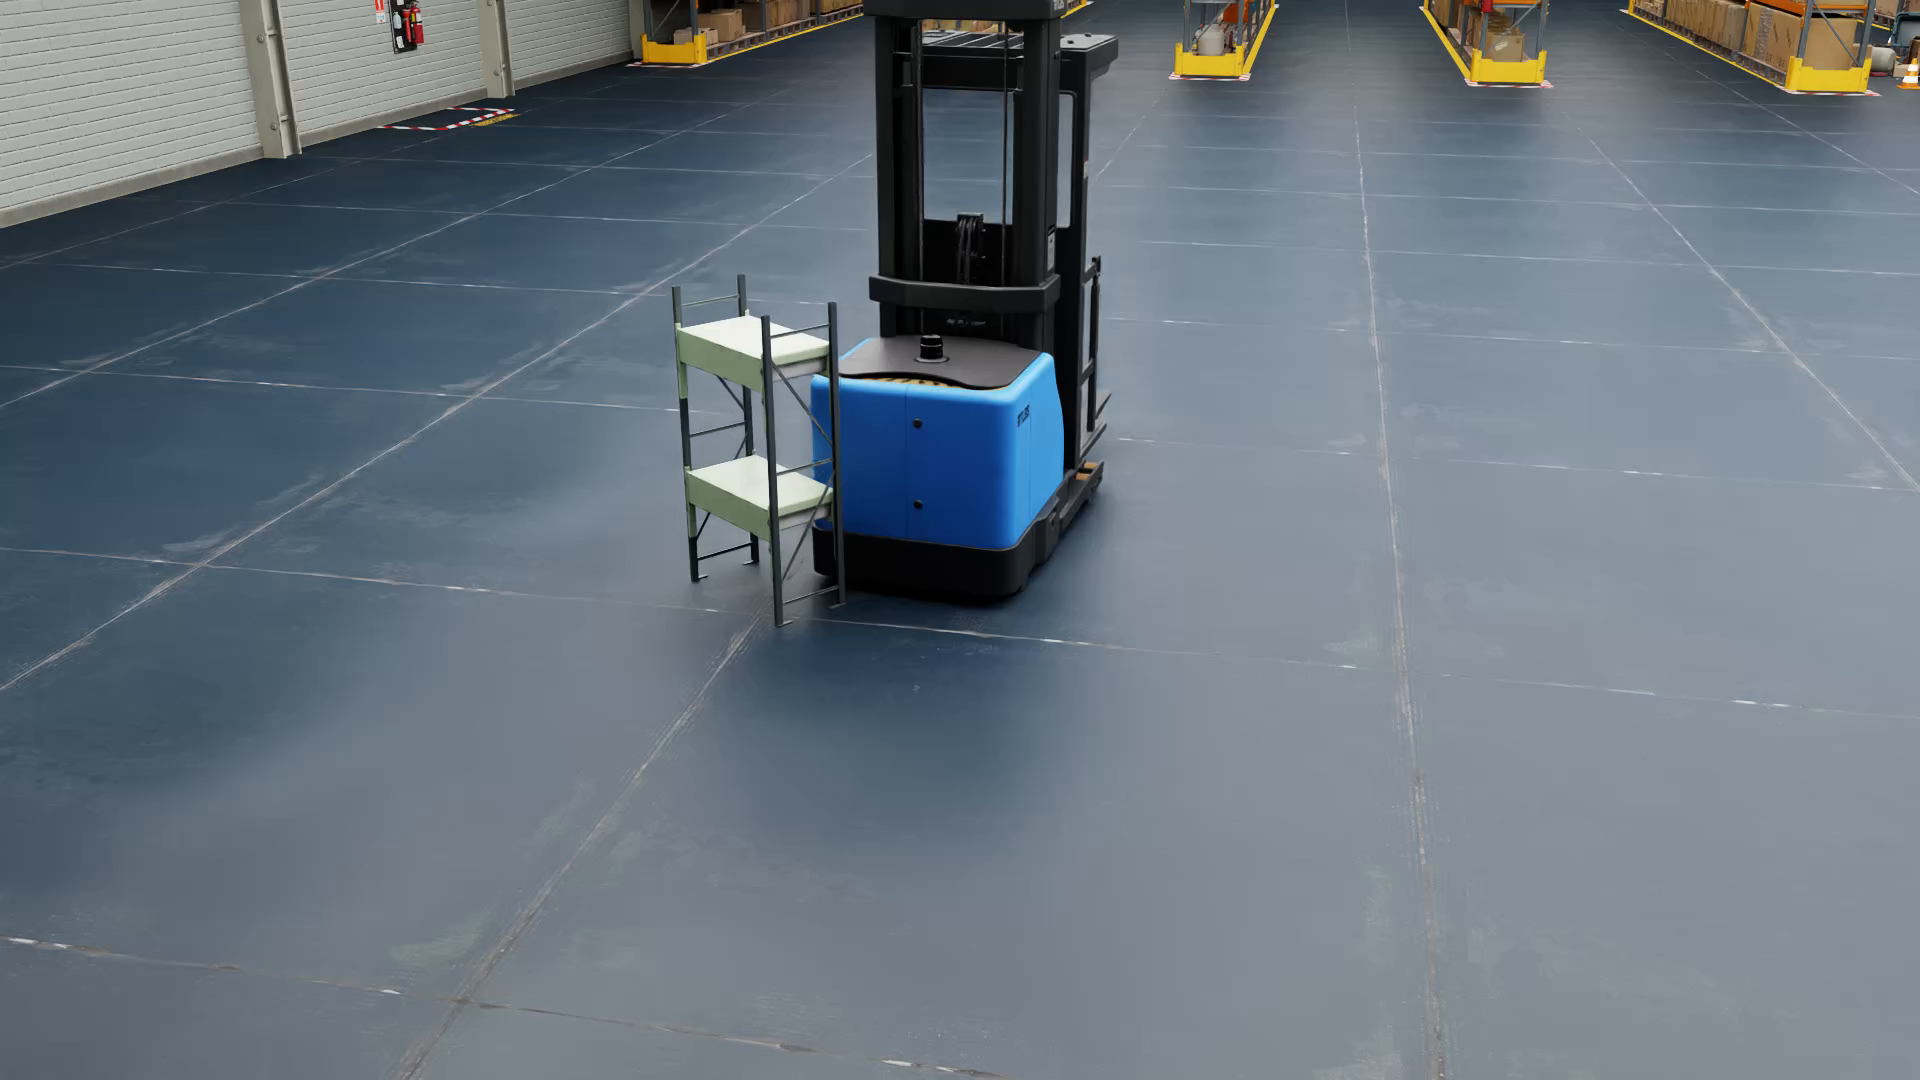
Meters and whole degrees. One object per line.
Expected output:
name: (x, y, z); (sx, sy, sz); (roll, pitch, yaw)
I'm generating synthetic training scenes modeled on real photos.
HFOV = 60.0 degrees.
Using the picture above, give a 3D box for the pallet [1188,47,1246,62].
pallet: (4.768, -8.990, 30.892); (1.003, 0.211, 1.213); (4, 22, 11)

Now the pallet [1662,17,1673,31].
pallet: (16.351, -11.528, 37.195); (1.003, 0.211, 1.213); (4, 22, 11)

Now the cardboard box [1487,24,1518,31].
cardboard box: (9.761, -9.044, 30.079); (0.500, 0.500, 0.500); (2, 22, 6)

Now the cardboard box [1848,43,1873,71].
cardboard box: (15.564, -8.376, 28.979); (0.500, 0.500, 0.500); (8, 23, 20)

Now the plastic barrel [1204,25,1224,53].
plastic barrel: (4.538, -8.981, 29.906); (0.421, 0.512, 0.421); (0, 22, 0)

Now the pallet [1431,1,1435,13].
pallet: (12.403, -13.392, 41.824); (1.003, 0.211, 1.213); (4, 22, 11)

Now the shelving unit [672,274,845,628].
shelving unit: (-0.955, -0.437, 7.932); (0.431, 1.500, 0.755); (-18, 28, -37)

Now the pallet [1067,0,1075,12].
pallet: (2.364, -13.683, 42.546); (1.003, 0.211, 1.213); (4, 22, 11)

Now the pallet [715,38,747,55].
pallet: (-4.855, -9.739, 32.753); (1.003, 0.211, 1.213); (4, 22, 11)

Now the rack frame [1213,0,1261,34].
rack frame: (6.009, -12.436, 35.717); (1.000, 3.000, 0.127); (4, 22, 11)

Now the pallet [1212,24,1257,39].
pallet: (5.813, -10.862, 35.541); (1.003, 0.211, 1.213); (4, 22, 11)

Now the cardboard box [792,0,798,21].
cardboard box: (-4.005, -11.789, 36.867); (0.700, 0.500, 0.500); (4, 22, 11)

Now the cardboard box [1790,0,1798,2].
cardboard box: (14.182, -9.129, 27.305); (0.875, 0.550, 0.550); (4, 22, 11)

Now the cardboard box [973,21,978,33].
cardboard box: (0.045, -9.702, 31.044); (0.500, 0.500, 0.500); (4, 22, 11)

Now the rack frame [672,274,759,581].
rack frame: (-1.194, -0.541, 8.189); (0.400, 1.500, 0.023); (-18, 28, -37)

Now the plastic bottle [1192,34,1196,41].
plastic bottle: (4.328, -9.203, 30.737); (0.061, 0.283, 0.133); (5, 22, 12)

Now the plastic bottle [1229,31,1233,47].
plastic bottle: (5.097, -9.420, 31.275); (0.061, 0.283, 0.133); (4, 22, 11)

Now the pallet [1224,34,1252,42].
pallet: (5.315, -9.970, 33.326); (1.003, 0.211, 1.213); (4, 22, 11)

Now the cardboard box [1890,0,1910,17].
cardboard box: (21.608, -11.994, 37.486); (0.875, 0.438, 0.875); (4, 22, 10)

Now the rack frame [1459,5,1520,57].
rack frame: (10.041, -10.595, 31.147); (1.000, 3.000, 0.127); (4, 22, 11)

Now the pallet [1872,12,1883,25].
pallet: (21.854, -12.192, 38.844); (1.003, 0.211, 1.213); (4, 22, 11)

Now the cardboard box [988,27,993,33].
cardboard box: (0.352, -9.903, 32.546); (0.500, 0.250, 0.500); (4, 22, 11)

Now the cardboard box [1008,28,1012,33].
cardboard box: (0.775, -10.587, 34.244); (0.500, 0.250, 0.500); (5, 22, 12)

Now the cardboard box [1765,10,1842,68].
cardboard box: (14.311, -8.502, 28.230); (0.875, 0.875, 0.875); (4, 22, 10)

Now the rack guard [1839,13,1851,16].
rack guard: (22.196, -13.078, 40.657); (1.175, 0.500, 0.348); (4, 22, 11)

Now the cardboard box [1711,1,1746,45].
cardboard box: (15.115, -9.918, 31.914); (1.050, 0.750, 0.750); (4, 22, 11)

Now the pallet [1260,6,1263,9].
pallet: (6.937, -12.877, 40.545); (1.003, 0.211, 1.213); (4, 22, 11)

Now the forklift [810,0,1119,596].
forklift: (0.193, -1.609, 8.925); (1.130, 2.935, 3.031); (7, 23, 16)

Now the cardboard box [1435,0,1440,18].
cardboard box: (11.381, -12.168, 37.333); (1.225, 0.875, 0.875); (4, 22, 9)

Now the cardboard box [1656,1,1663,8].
cardboard box: (16.305, -12.356, 38.374); (0.380, 0.149, 0.250); (3, 22, 8)

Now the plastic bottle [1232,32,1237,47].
plastic bottle: (5.201, -9.409, 31.257); (0.152, 0.276, 0.135); (5, 22, 12)

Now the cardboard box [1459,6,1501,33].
cardboard box: (10.640, -10.653, 34.046); (0.700, 0.500, 0.500); (3, 22, 6)

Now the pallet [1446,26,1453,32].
pallet: (11.092, -11.047, 36.002); (1.003, 0.211, 1.213); (4, 22, 11)

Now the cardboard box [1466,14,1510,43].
cardboard box: (10.188, -9.863, 32.085); (0.700, 0.500, 0.500); (3, 22, 7)

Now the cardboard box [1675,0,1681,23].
cardboard box: (15.898, -11.505, 36.190); (0.500, 0.500, 0.500); (5, 22, 12)

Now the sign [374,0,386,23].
sign: (-8.006, -7.314, 22.952); (0.001, 0.329, 0.234); (4, 22, 11)

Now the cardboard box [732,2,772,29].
cardboard box: (-4.372, -11.043, 35.016); (0.700, 0.500, 0.500); (5, 23, 13)

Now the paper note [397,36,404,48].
paper note: (-7.896, -7.024, 23.458); (0.016, 0.148, 0.142); (4, 22, 11)

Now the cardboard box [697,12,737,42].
cardboard box: (-4.778, -10.029, 32.498); (0.700, 0.500, 0.500); (3, 22, 8)

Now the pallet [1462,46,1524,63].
pallet: (9.939, -9.054, 31.051); (1.003, 0.211, 1.213); (4, 22, 11)

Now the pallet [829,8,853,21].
pallet: (-3.204, -12.625, 39.919); (1.003, 0.211, 1.213); (4, 22, 11)

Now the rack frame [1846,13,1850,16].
rack frame: (22.191, -14.229, 40.168); (1.000, 3.000, 0.127); (4, 22, 11)

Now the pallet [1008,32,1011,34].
pallet: (0.456, -10.331, 34.223); (1.003, 0.211, 1.213); (4, 22, 11)

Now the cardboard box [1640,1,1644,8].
cardboard box: (16.728, -12.996, 40.361); (0.380, 0.149, 0.250); (5, 22, 12)

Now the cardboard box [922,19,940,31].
cardboard box: (-0.654, -9.375, 30.231); (0.500, 0.500, 0.500); (4, 22, 11)

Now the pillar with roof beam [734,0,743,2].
pillar with roof beam: (-0.588, -15.236, 34.639); (9.100, 9.000, 0.400); (4, 22, 11)

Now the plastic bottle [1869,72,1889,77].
plastic bottle: (15.902, -8.050, 28.761); (0.283, 0.061, 0.133); (-3, 22, -8)

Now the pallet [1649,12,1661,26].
pallet: (16.611, -12.061, 38.518); (1.003, 0.211, 1.213); (4, 22, 11)

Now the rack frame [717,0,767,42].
rack frame: (-4.506, -11.728, 33.959); (1.000, 3.000, 0.127); (4, 22, 11)

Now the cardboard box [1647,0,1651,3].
cardboard box: (16.772, -13.025, 40.036); (0.380, 0.149, 0.250); (3, 22, 8)

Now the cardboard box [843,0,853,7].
cardboard box: (-3.058, -13.279, 40.125); (0.750, 0.750, 0.750); (5, 23, 13)

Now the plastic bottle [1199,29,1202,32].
plastic bottle: (4.496, -9.460, 31.285); (0.144, 0.351, 0.185); (4, 22, 10)

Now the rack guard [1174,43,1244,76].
rack guard: (4.346, -8.382, 28.997); (1.175, 0.500, 0.348); (4, 22, 11)

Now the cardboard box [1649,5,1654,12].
cardboard box: (16.466, -12.527, 39.195); (0.380, 0.149, 0.250); (4, 22, 11)

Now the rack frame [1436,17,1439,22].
rack frame: (11.674, -13.521, 38.411); (1.000, 3.000, 0.127); (4, 22, 11)
